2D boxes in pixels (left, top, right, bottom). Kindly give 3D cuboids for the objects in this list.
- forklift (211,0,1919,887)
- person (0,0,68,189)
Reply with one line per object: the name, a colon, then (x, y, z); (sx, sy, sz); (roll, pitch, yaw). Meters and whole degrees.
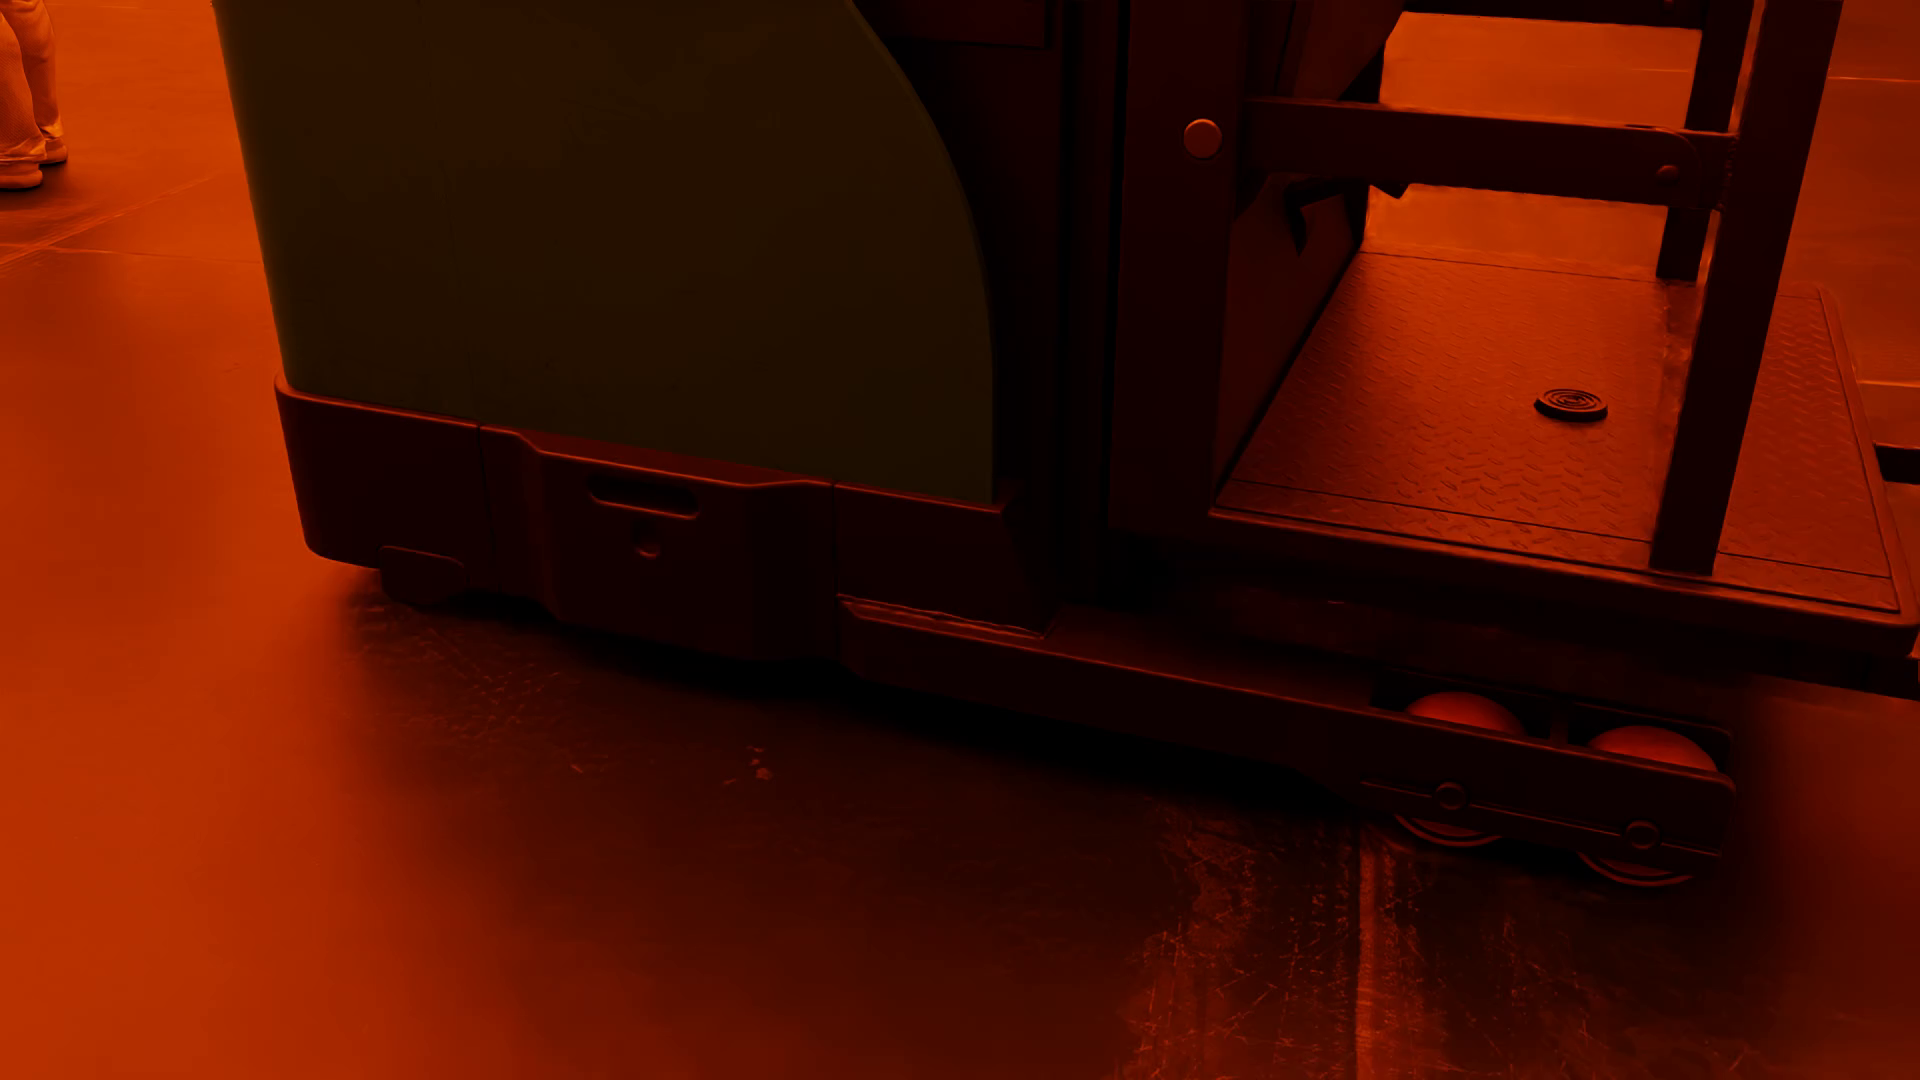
forklift: (0.642, -1.212, 1.648); (3.031, 2.935, 1.130); (10, 28, 18)
person: (-2.503, -1.726, 3.944); (0.577, 1.766, 0.666); (6, 27, 12)
